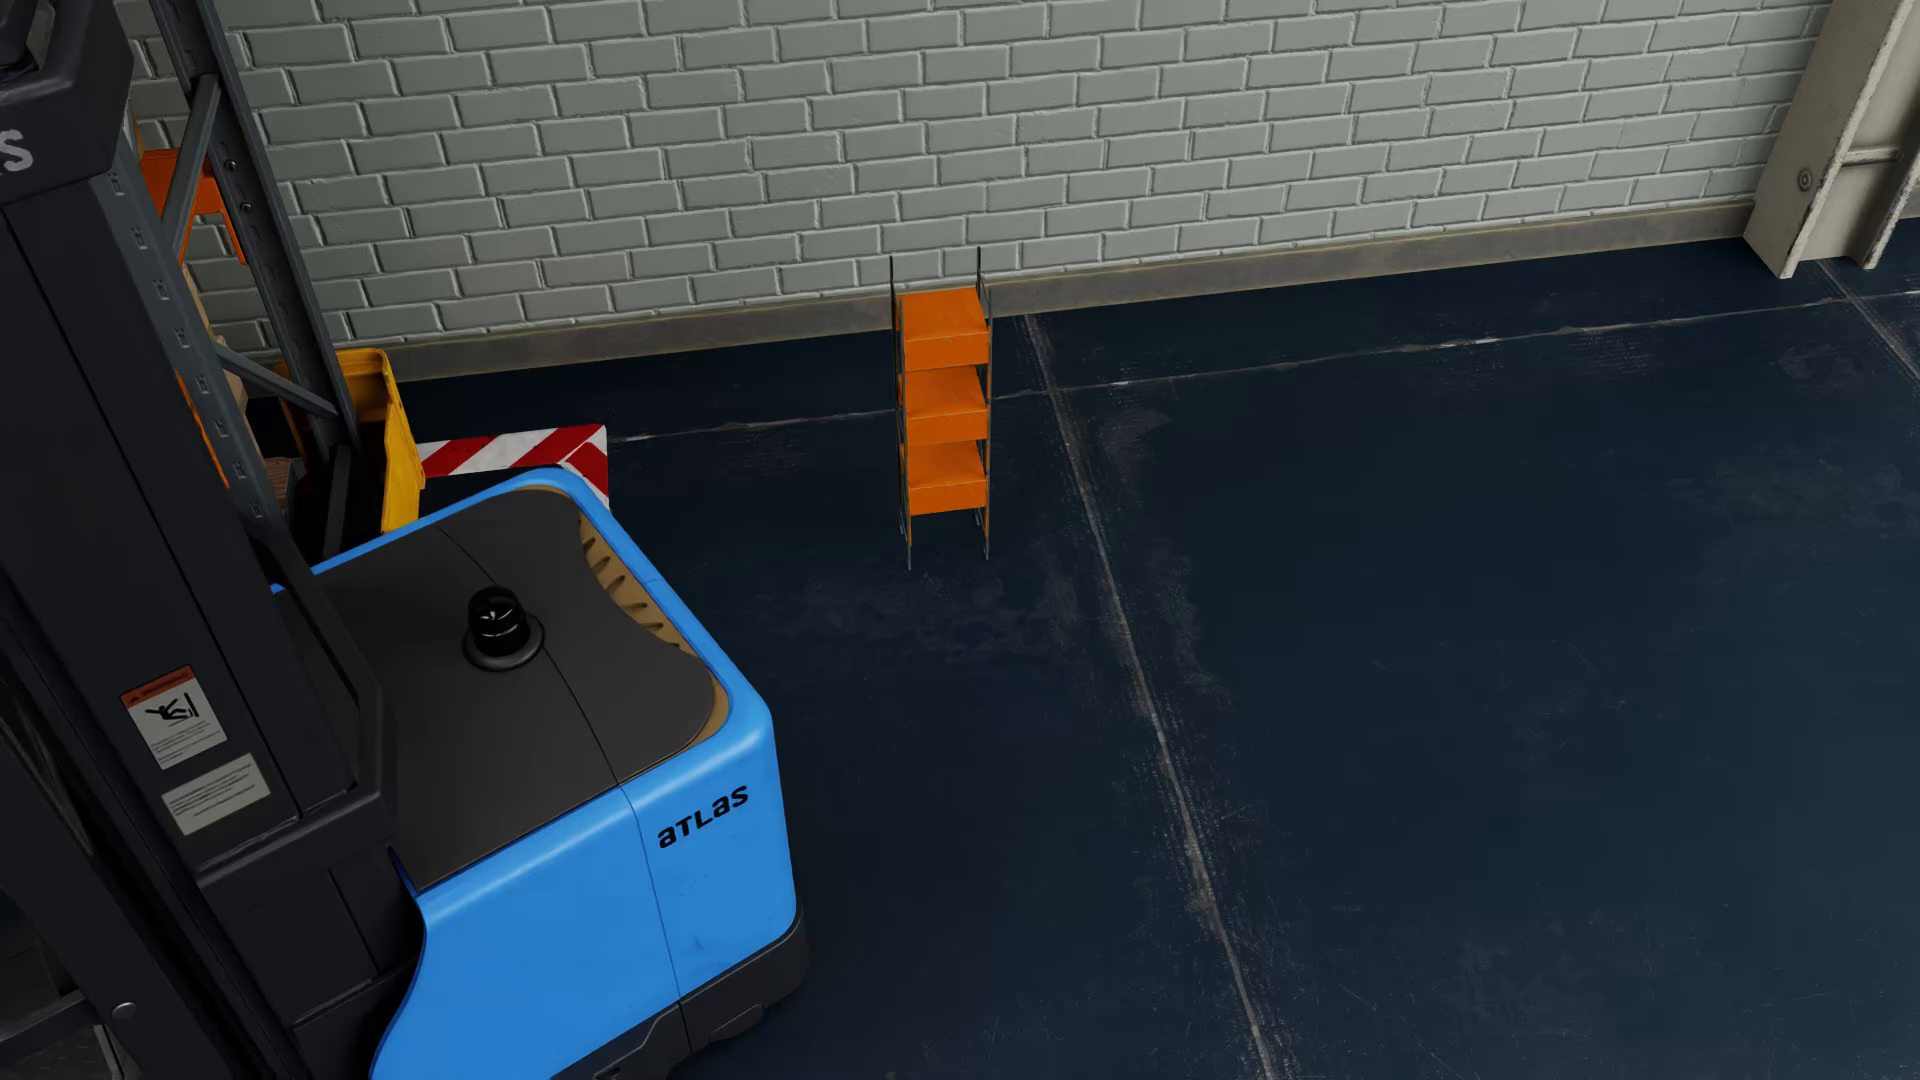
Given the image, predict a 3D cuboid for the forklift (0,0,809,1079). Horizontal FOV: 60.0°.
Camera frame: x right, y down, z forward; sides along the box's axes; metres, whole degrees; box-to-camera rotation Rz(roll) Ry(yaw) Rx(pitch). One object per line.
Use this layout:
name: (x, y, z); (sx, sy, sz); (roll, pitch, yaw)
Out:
forklift: (-1.866, 0.435, 2.796); (3.031, 2.935, 1.130); (-28, 52, -24)

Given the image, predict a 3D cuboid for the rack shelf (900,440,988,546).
rack shelf: (-0.053, -0.158, 5.073); (0.240, 0.259, 0.215); (-7, 46, -7)

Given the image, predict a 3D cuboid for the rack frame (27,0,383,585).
rack frame: (-1.858, -0.855, 3.991); (0.127, 3.000, 1.000); (-7, 46, -7)

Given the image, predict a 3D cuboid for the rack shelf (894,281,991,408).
rack shelf: (-0.053, -0.547, 4.669); (0.240, 0.259, 0.215); (-7, 46, -7)

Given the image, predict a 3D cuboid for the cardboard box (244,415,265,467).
cardboard box: (-2.375, -0.125, 4.906); (0.500, 0.250, 0.500); (-7, 46, -7)

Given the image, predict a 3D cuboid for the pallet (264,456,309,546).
pallet: (-2.604, 0.236, 4.876); (1.213, 0.211, 1.003); (-7, 46, -7)

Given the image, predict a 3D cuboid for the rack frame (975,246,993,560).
rack frame: (0.067, -0.373, 4.880); (0.008, 1.050, 0.200); (-7, 46, -7)

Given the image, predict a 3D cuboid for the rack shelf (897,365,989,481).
rack shelf: (-0.053, -0.350, 4.873); (0.240, 0.259, 0.215); (-7, 46, -7)

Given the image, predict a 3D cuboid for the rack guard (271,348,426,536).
rack guard: (-1.834, 0.009, 4.894); (0.348, 0.500, 1.175); (-7, 46, -7)

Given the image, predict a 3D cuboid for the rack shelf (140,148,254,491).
rack shelf: (-3.828, -0.360, 4.013); (4.000, 0.370, 1.077); (-7, 46, -7)

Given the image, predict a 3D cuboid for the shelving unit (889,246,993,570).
shelving unit: (-0.053, -0.358, 4.866); (0.252, 1.050, 0.215); (-7, 46, -7)

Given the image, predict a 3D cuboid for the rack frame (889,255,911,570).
rack frame: (-0.173, -0.343, 4.851); (0.008, 1.050, 0.200); (-7, 46, -7)

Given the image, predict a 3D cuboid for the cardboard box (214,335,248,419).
cardboard box: (-2.356, -0.310, 4.736); (0.500, 0.250, 0.500); (-6, 46, -6)

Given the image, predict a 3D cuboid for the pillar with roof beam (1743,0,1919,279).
pillar with roof beam: (3.949, -1.173, 0.131); (0.400, 9.000, 9.100); (-7, 46, -7)

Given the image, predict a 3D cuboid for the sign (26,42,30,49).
sign: (-1.779, -0.952, 3.116); (0.005, 0.325, 0.100); (-7, 46, -7)

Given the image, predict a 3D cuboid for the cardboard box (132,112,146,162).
cardboard box: (-2.393, -1.026, 4.086); (0.500, 0.500, 0.500); (-6, 46, -5)

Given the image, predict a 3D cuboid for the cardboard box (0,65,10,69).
cardboard box: (-2.151, -0.874, 3.489); (0.250, 0.149, 0.380); (-6, 46, -6)

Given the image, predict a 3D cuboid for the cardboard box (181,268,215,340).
cardboard box: (-2.363, -0.469, 4.542); (0.500, 0.250, 0.500); (-8, 47, -7)
